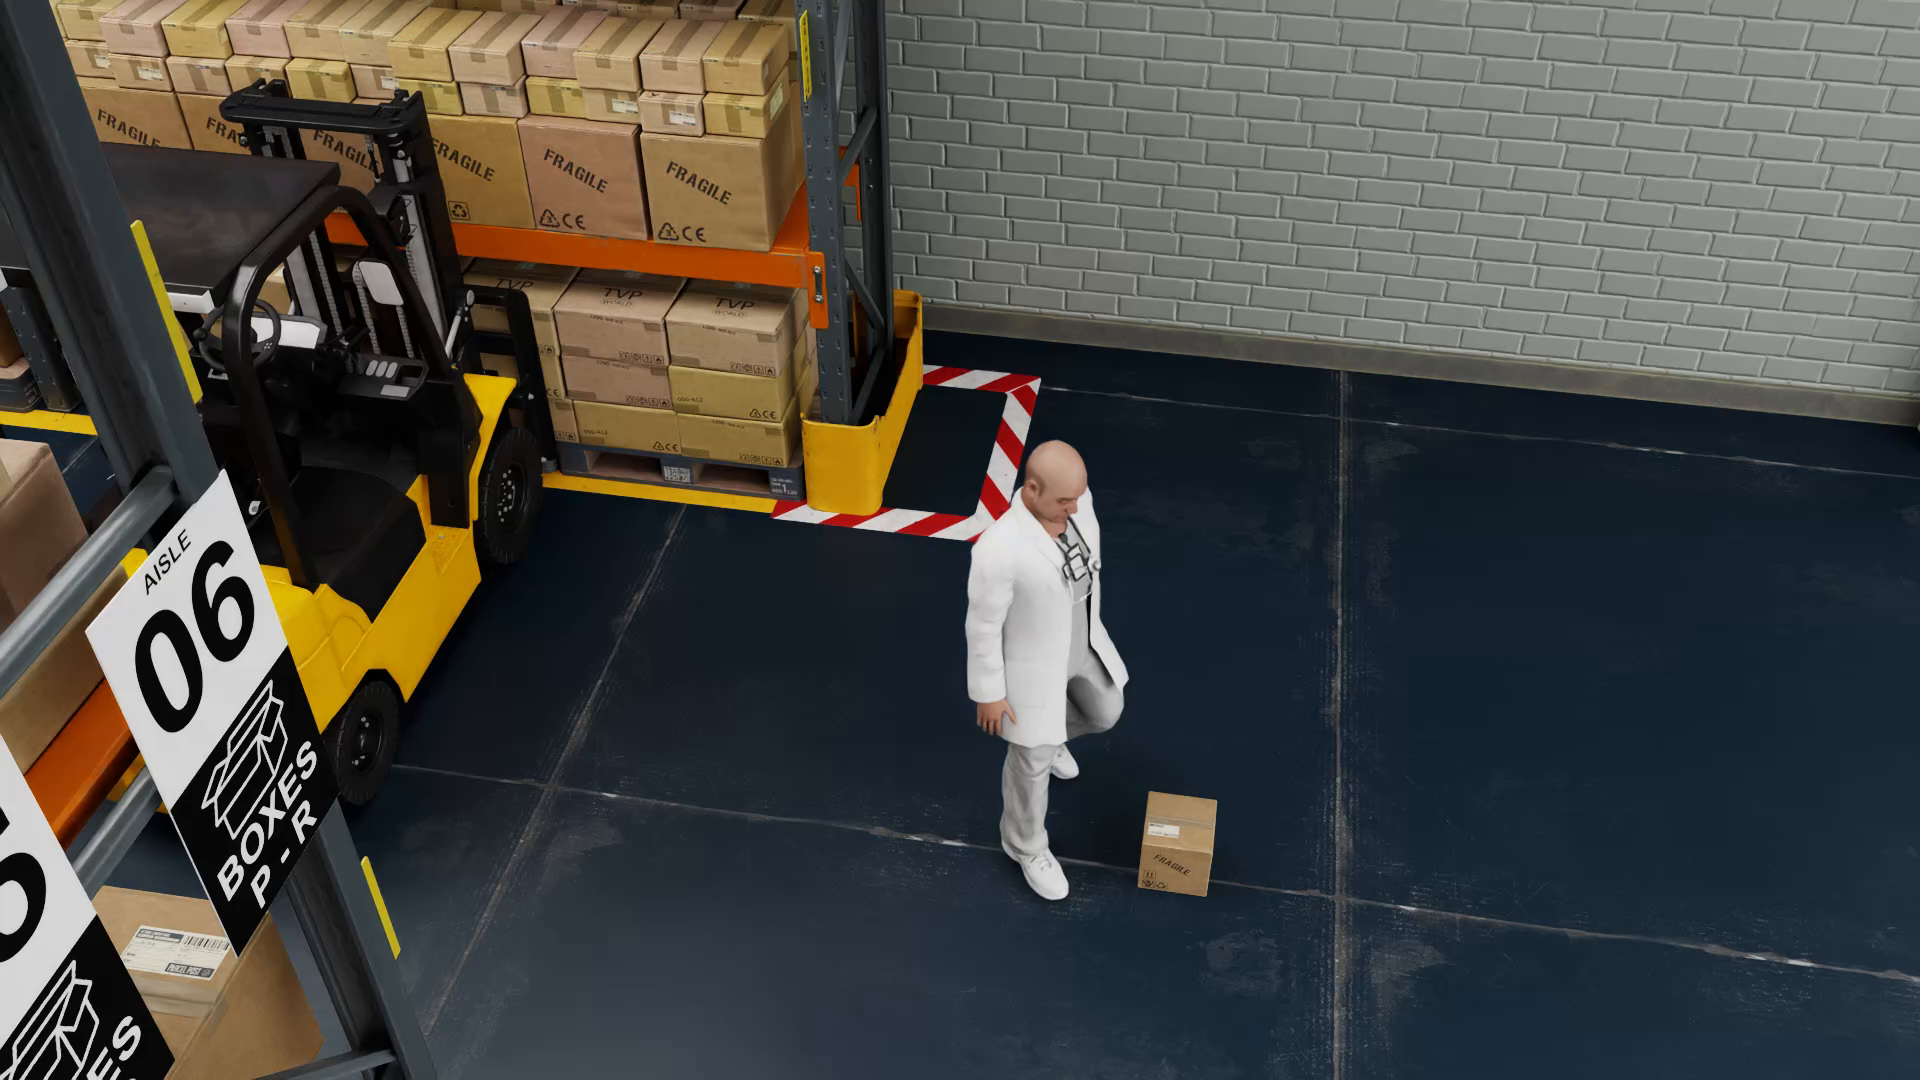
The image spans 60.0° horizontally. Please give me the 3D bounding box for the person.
[{"bbox_3d":[0.281,0.386,5.678,0.632,1.775,0.677,29,48,30],"label":"person"}]
